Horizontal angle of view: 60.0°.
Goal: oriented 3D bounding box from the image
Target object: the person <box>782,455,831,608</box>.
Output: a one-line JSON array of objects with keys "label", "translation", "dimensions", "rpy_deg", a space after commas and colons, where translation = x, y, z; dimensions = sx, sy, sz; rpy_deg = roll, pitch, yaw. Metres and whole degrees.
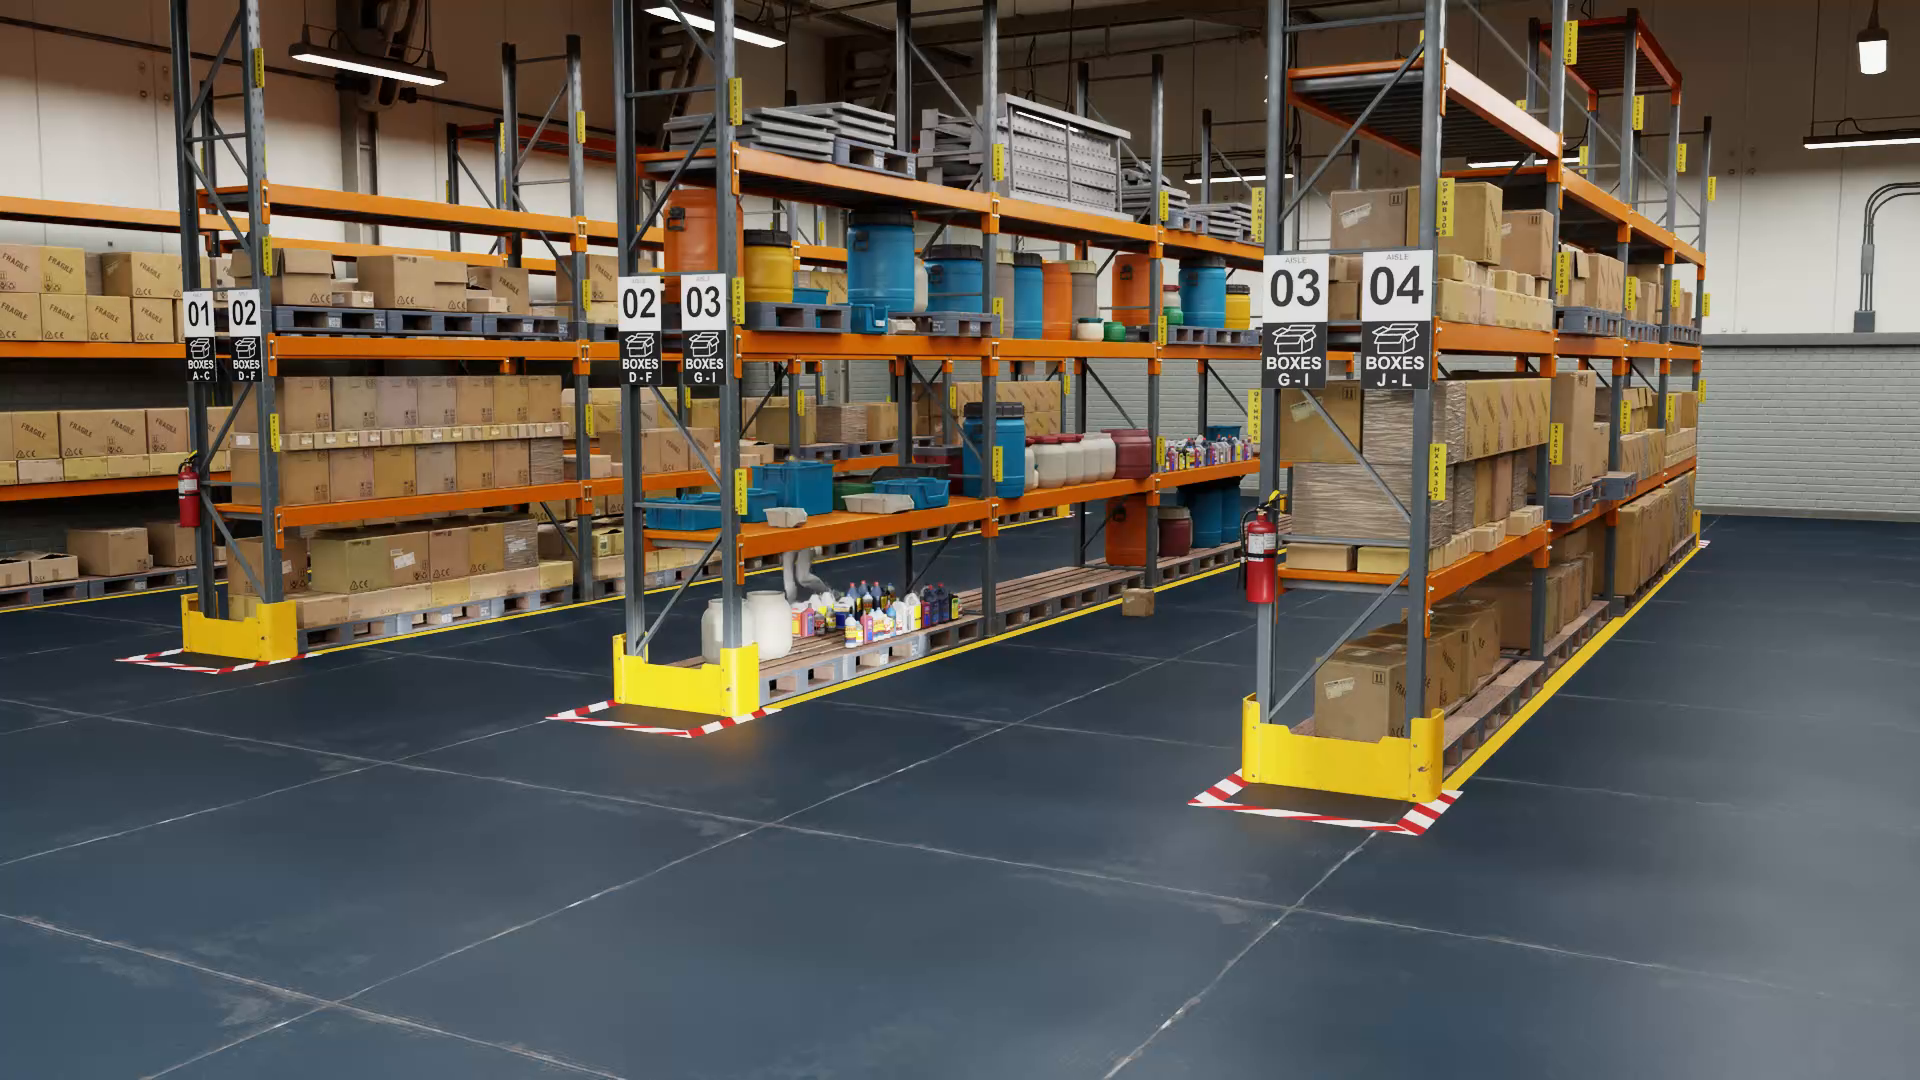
[{"label": "person", "translation": [-1.532, -0.021, 16.440], "dimensions": [0.519, 1.660, 0.607], "rpy_deg": [4, 7, 34]}]
